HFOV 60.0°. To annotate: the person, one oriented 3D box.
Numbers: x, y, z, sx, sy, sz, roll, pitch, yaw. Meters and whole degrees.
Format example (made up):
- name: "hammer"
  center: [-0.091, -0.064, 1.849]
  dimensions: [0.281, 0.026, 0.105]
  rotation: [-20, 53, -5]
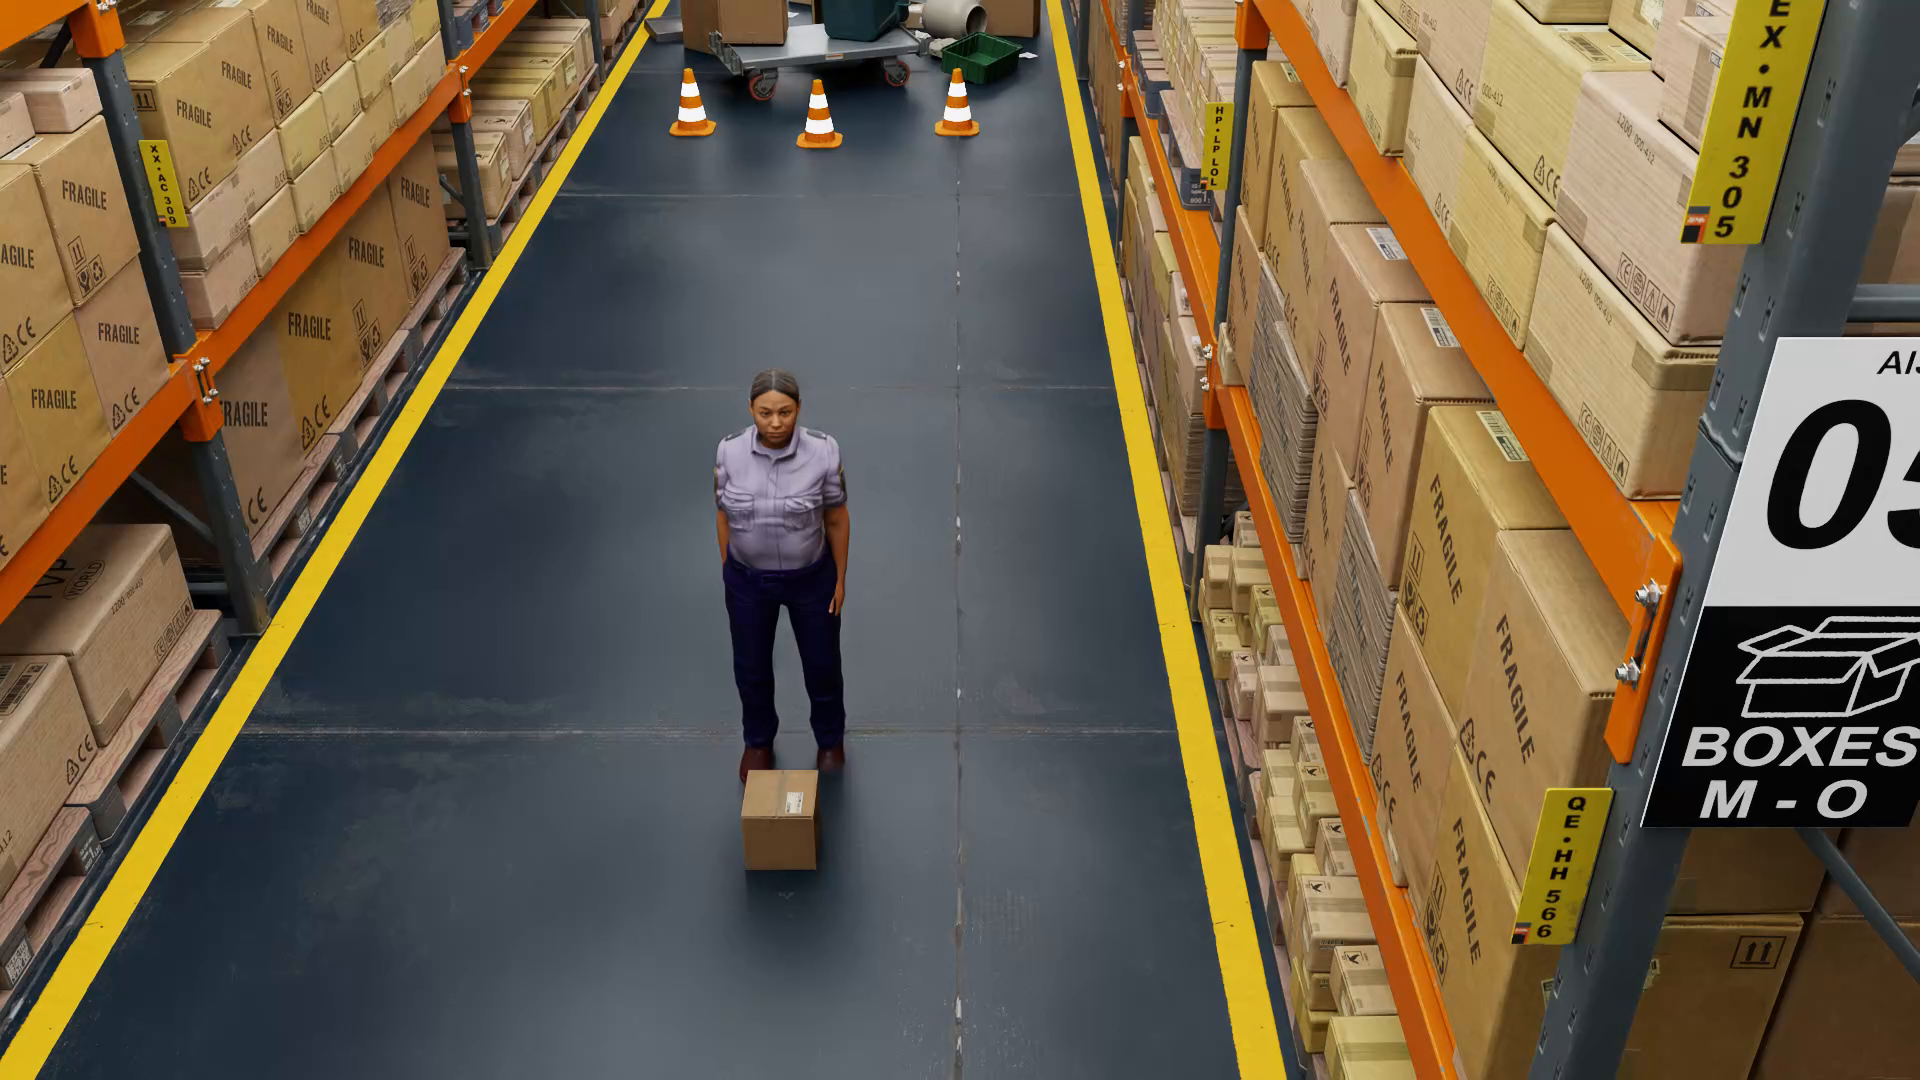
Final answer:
- name: "person"
  center: [-0.620, 0.166, 5.925]
  dimensions: [0.467, 1.685, 0.350]
  rotation: [1, 32, 1]
